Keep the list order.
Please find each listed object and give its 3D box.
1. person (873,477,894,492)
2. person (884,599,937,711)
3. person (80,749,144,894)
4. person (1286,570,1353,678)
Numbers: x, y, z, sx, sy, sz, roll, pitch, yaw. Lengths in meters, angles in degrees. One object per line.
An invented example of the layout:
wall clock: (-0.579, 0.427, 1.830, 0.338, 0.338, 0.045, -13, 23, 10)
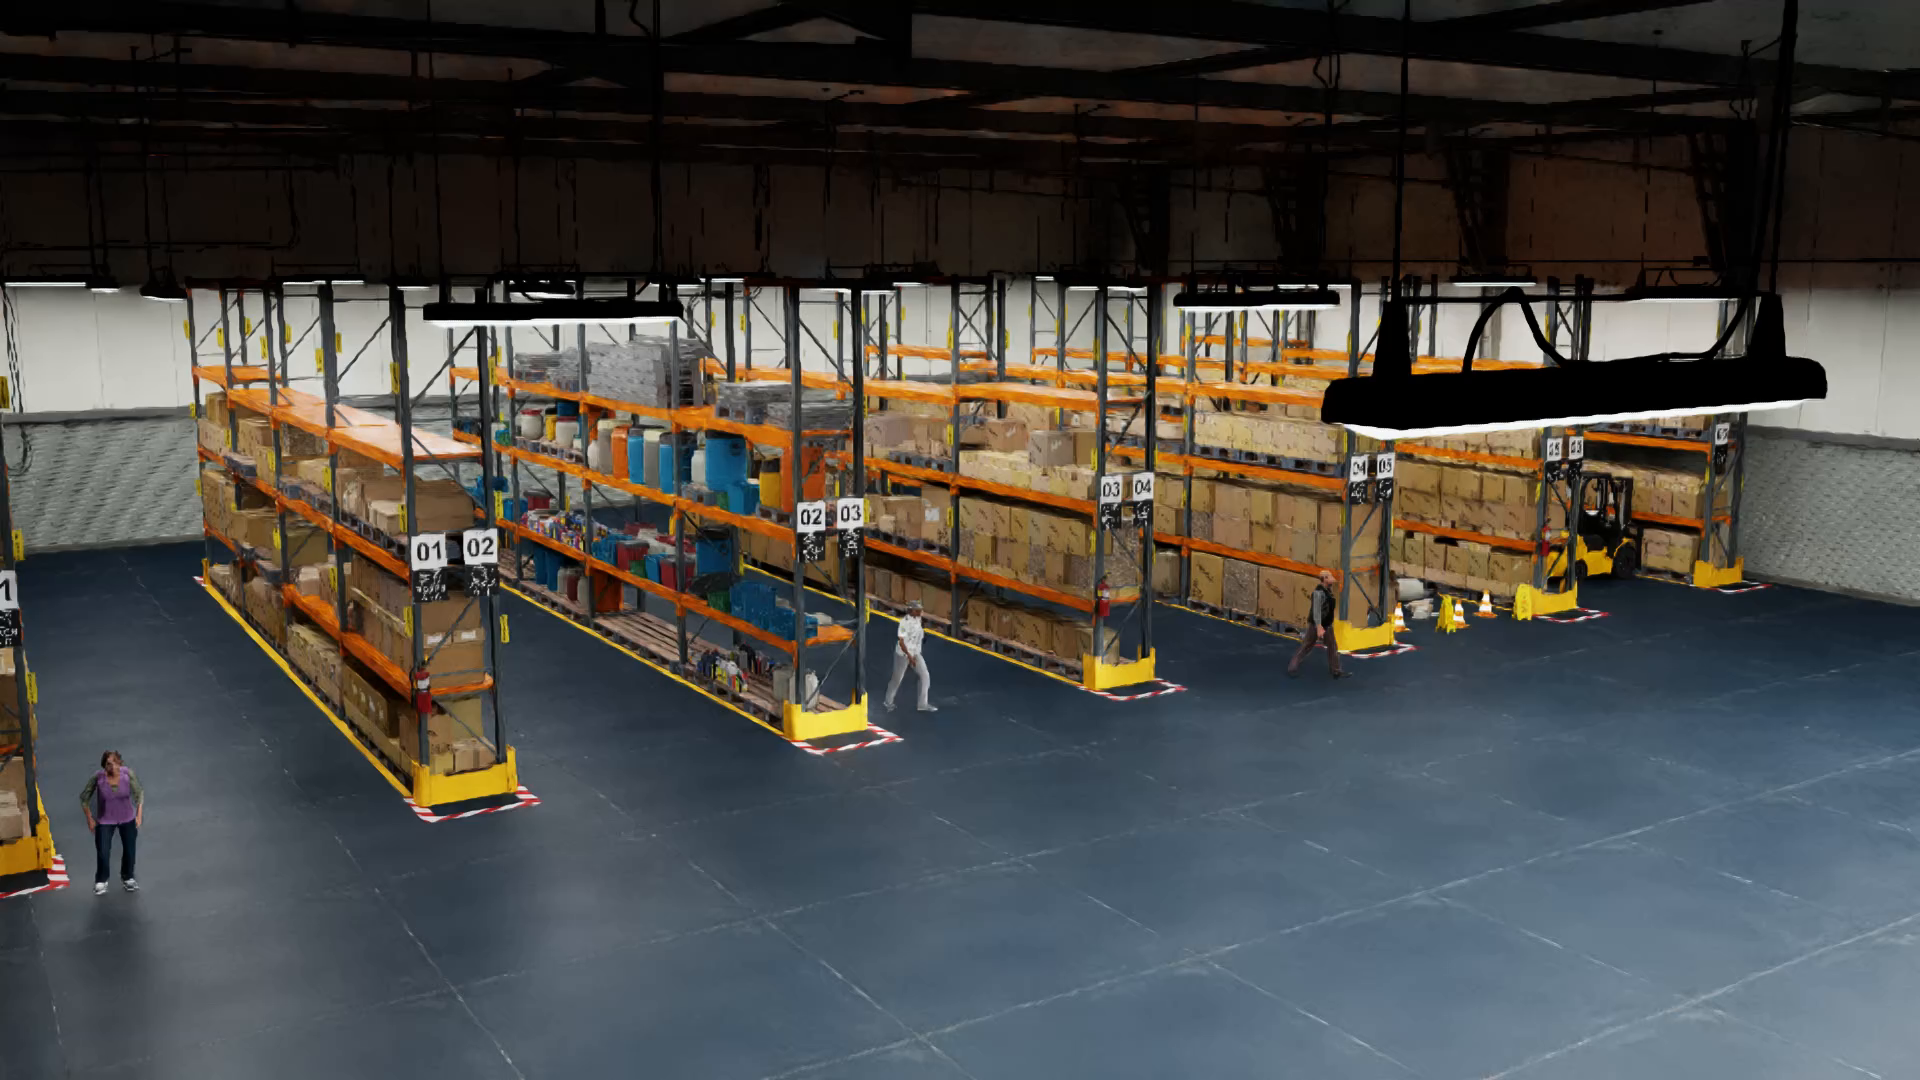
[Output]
person: (-1.906, -1.566, 42.086, 0.652, 1.761, 0.528, 7, 12, 36)
person: (-0.737, 1.609, 23.507, 0.735, 1.627, 0.575, 8, 12, 40)
person: (-8.495, 2.813, 16.697, 0.566, 1.541, 0.519, -6, 12, -34)
person: (5.474, 1.289, 25.272, 0.930, 1.695, 0.588, 6, 11, 31)
